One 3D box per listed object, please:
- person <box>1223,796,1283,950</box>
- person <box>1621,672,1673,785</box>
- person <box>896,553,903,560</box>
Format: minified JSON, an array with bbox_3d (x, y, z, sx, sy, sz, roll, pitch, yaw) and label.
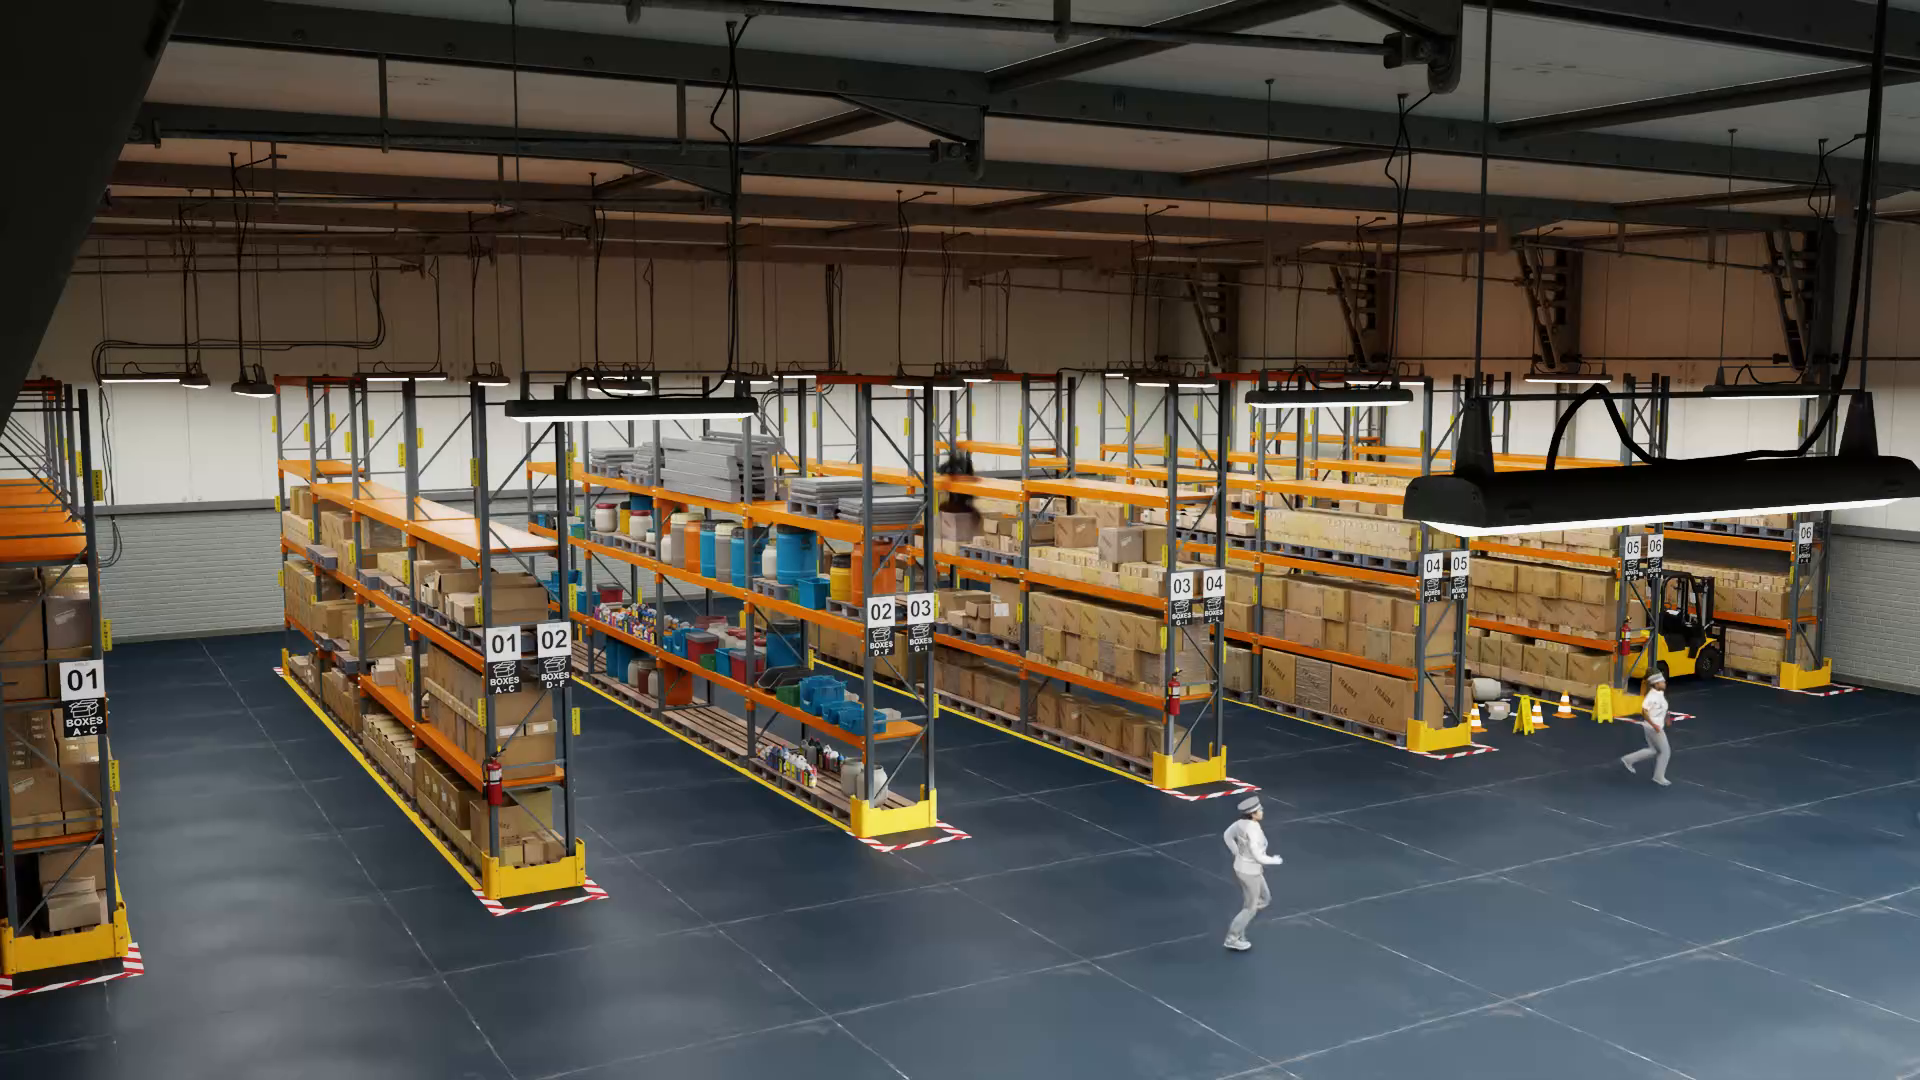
[{"bbox_3d":[3.132,3.552,17.796,0.618,1.671,0.635,-1,6,-5],"label":"person"},{"bbox_3d":[10.304,2.800,24.858,0.720,1.691,0.596,3,7,25],"label":"person"},{"bbox_3d":[-1.494,1.116,40.222,0.594,1.673,0.828,1,6,7],"label":"person"}]
